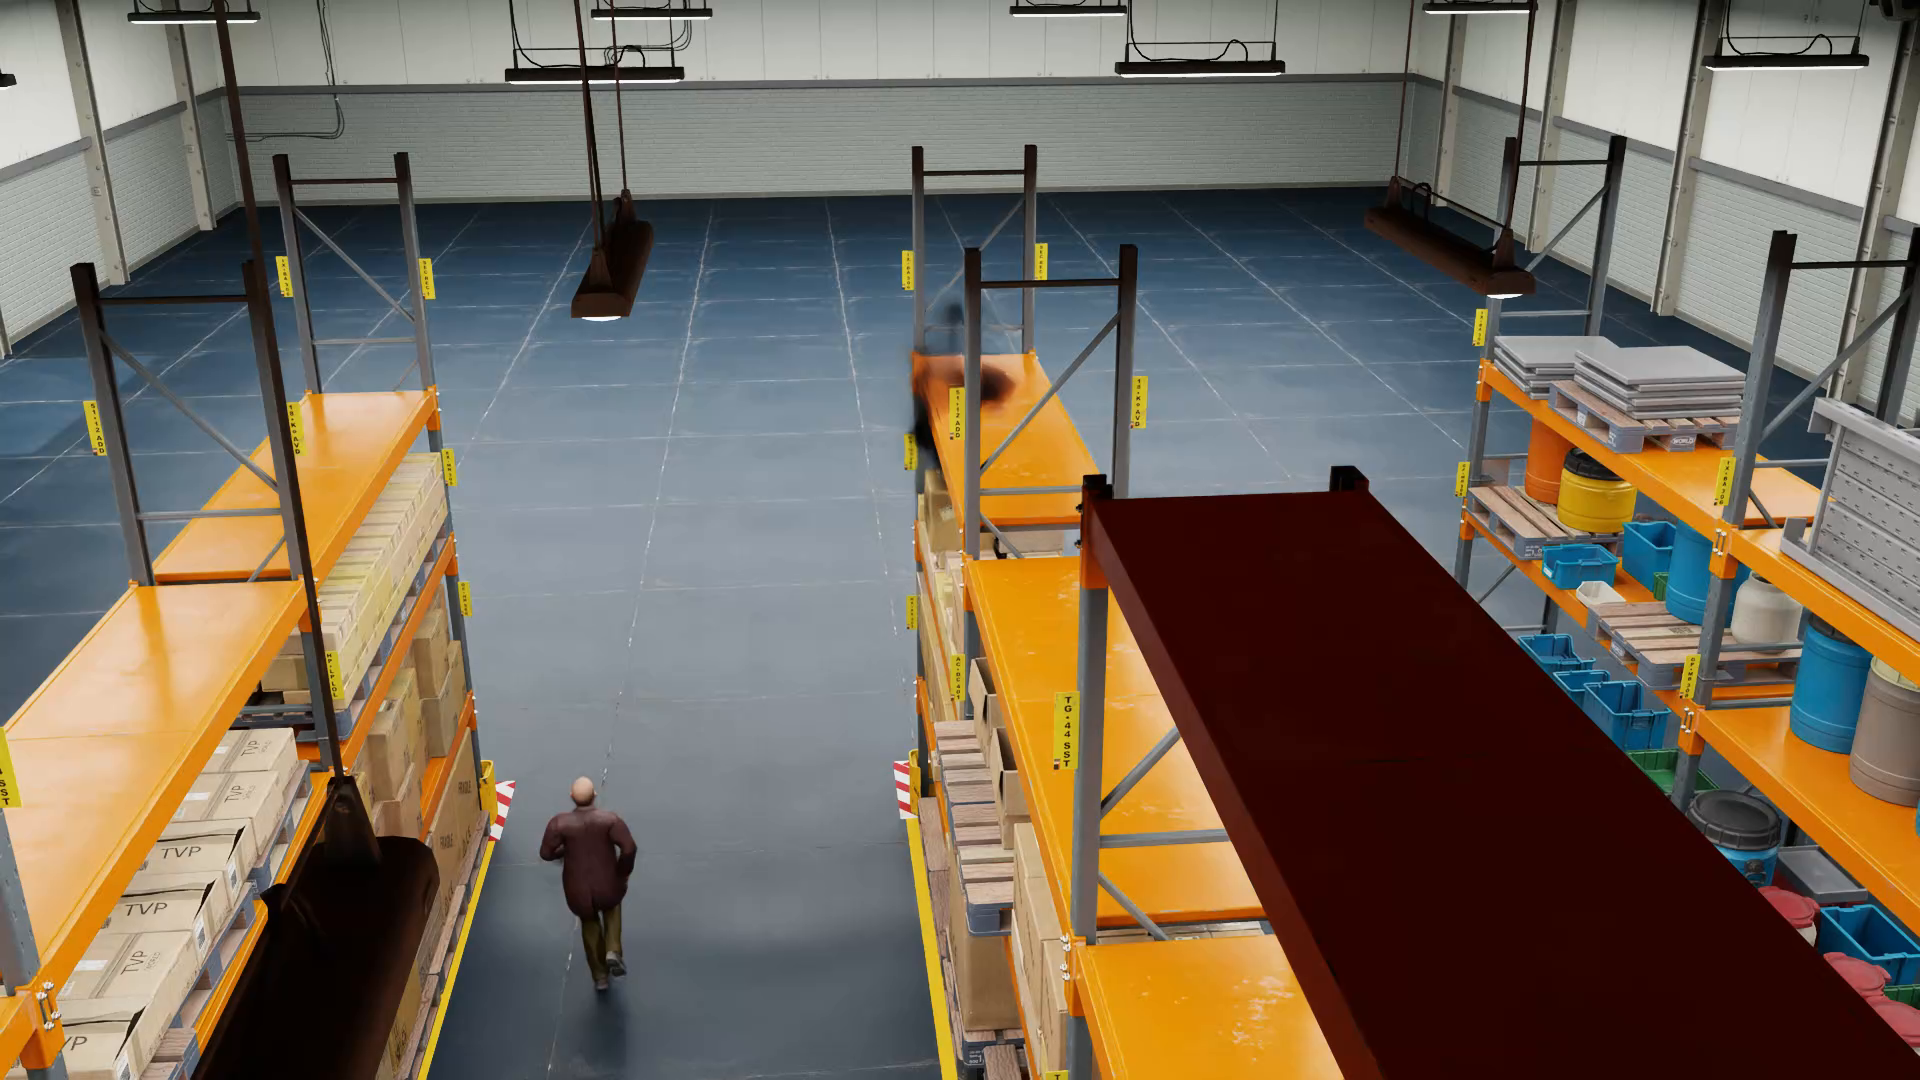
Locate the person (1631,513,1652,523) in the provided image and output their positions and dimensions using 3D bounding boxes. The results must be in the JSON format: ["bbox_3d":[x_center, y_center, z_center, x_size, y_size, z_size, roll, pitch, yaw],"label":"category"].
[{"bbox_3d":[7.440,0.452,18.397,0.643,1.556,0.566,10,24,24],"label":"person"}]

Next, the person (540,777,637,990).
[{"bbox_3d":[-2.821,2.592,12.745,0.722,1.734,0.628,-4,22,-10],"label":"person"}]
